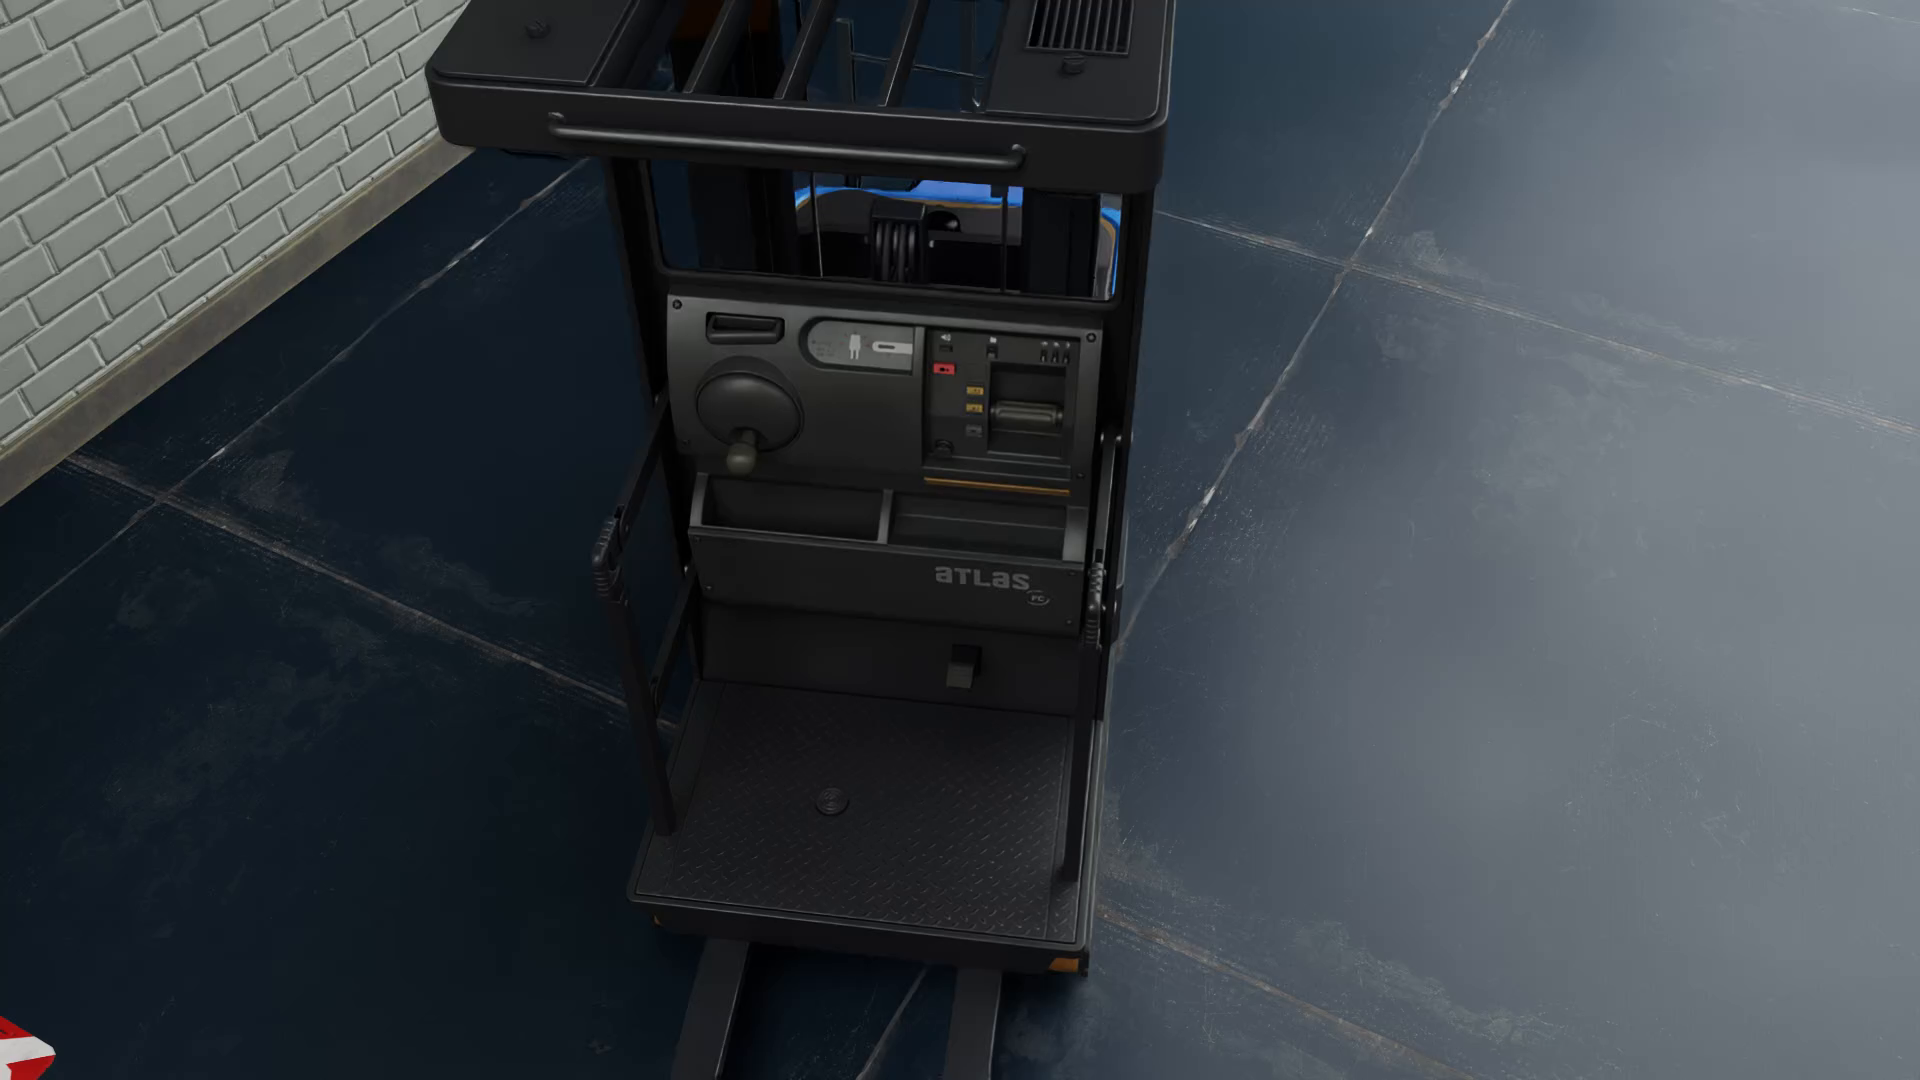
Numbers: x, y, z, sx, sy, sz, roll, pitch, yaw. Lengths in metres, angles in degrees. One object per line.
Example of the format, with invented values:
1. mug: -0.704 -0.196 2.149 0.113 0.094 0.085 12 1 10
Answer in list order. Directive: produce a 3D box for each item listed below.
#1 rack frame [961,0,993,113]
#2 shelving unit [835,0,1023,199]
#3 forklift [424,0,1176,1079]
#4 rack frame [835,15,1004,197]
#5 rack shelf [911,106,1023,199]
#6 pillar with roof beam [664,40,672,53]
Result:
1. rack frame: 0.244 -1.525 5.703 0.500 1.500 0.032 14 47 14
2. shelving unit: 0.071 -1.185 5.367 0.538 1.500 1.048 14 47 14
3. forklift: -0.193 -0.220 3.406 1.130 2.935 3.031 5 46 5
4. rack frame: -0.102 -0.845 5.030 0.500 1.500 0.032 14 47 14
5. rack shelf: 0.071 -1.059 5.495 0.538 0.185 1.000 14 47 14
6. pillar with roof beam: 2.342 -3.867 2.745 9.100 9.000 0.400 20 49 19
